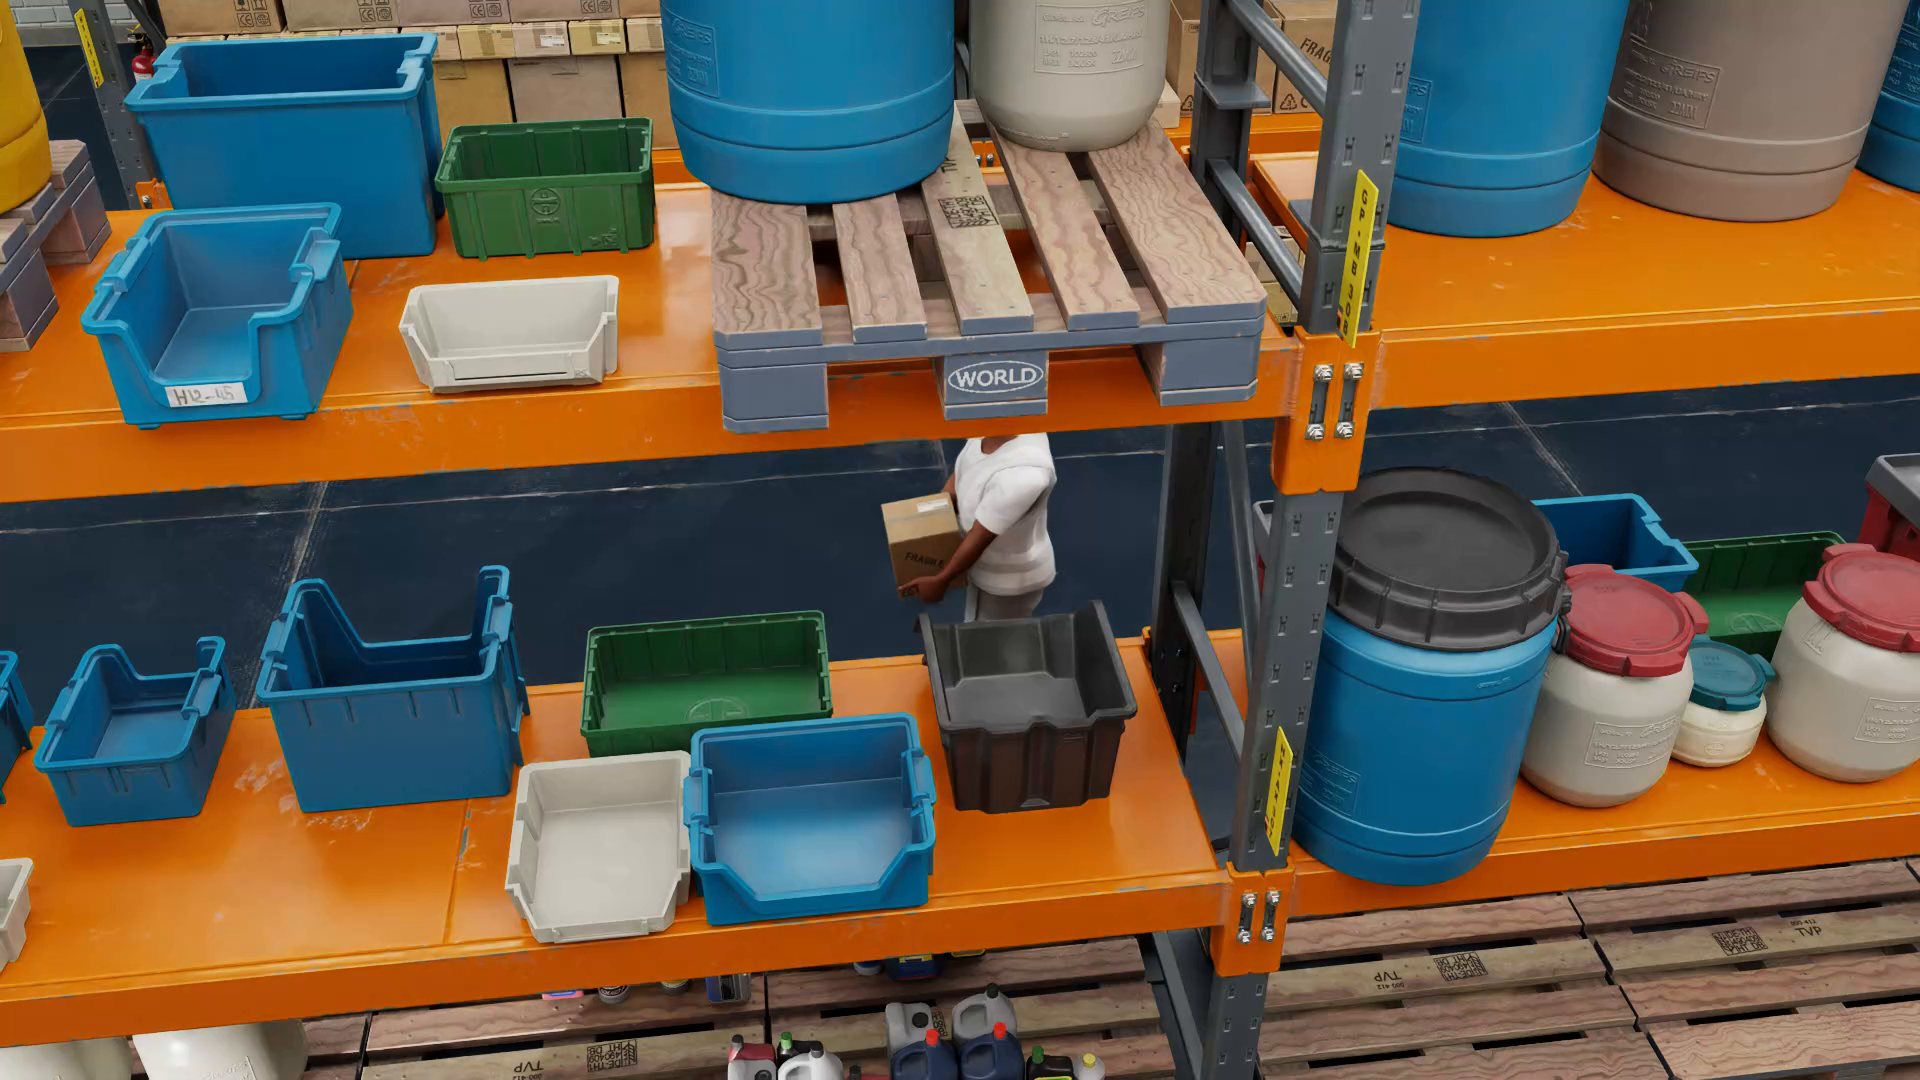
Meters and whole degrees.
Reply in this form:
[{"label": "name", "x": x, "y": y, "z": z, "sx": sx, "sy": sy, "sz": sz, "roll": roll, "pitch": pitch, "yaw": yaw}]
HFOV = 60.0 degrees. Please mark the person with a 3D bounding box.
[{"label": "person", "x": 0.049, "y": 0.111, "z": 5.963, "sx": 0.570, "sy": 1.763, "sz": 0.505, "roll": -5, "pitch": 35, "yaw": -7}]
